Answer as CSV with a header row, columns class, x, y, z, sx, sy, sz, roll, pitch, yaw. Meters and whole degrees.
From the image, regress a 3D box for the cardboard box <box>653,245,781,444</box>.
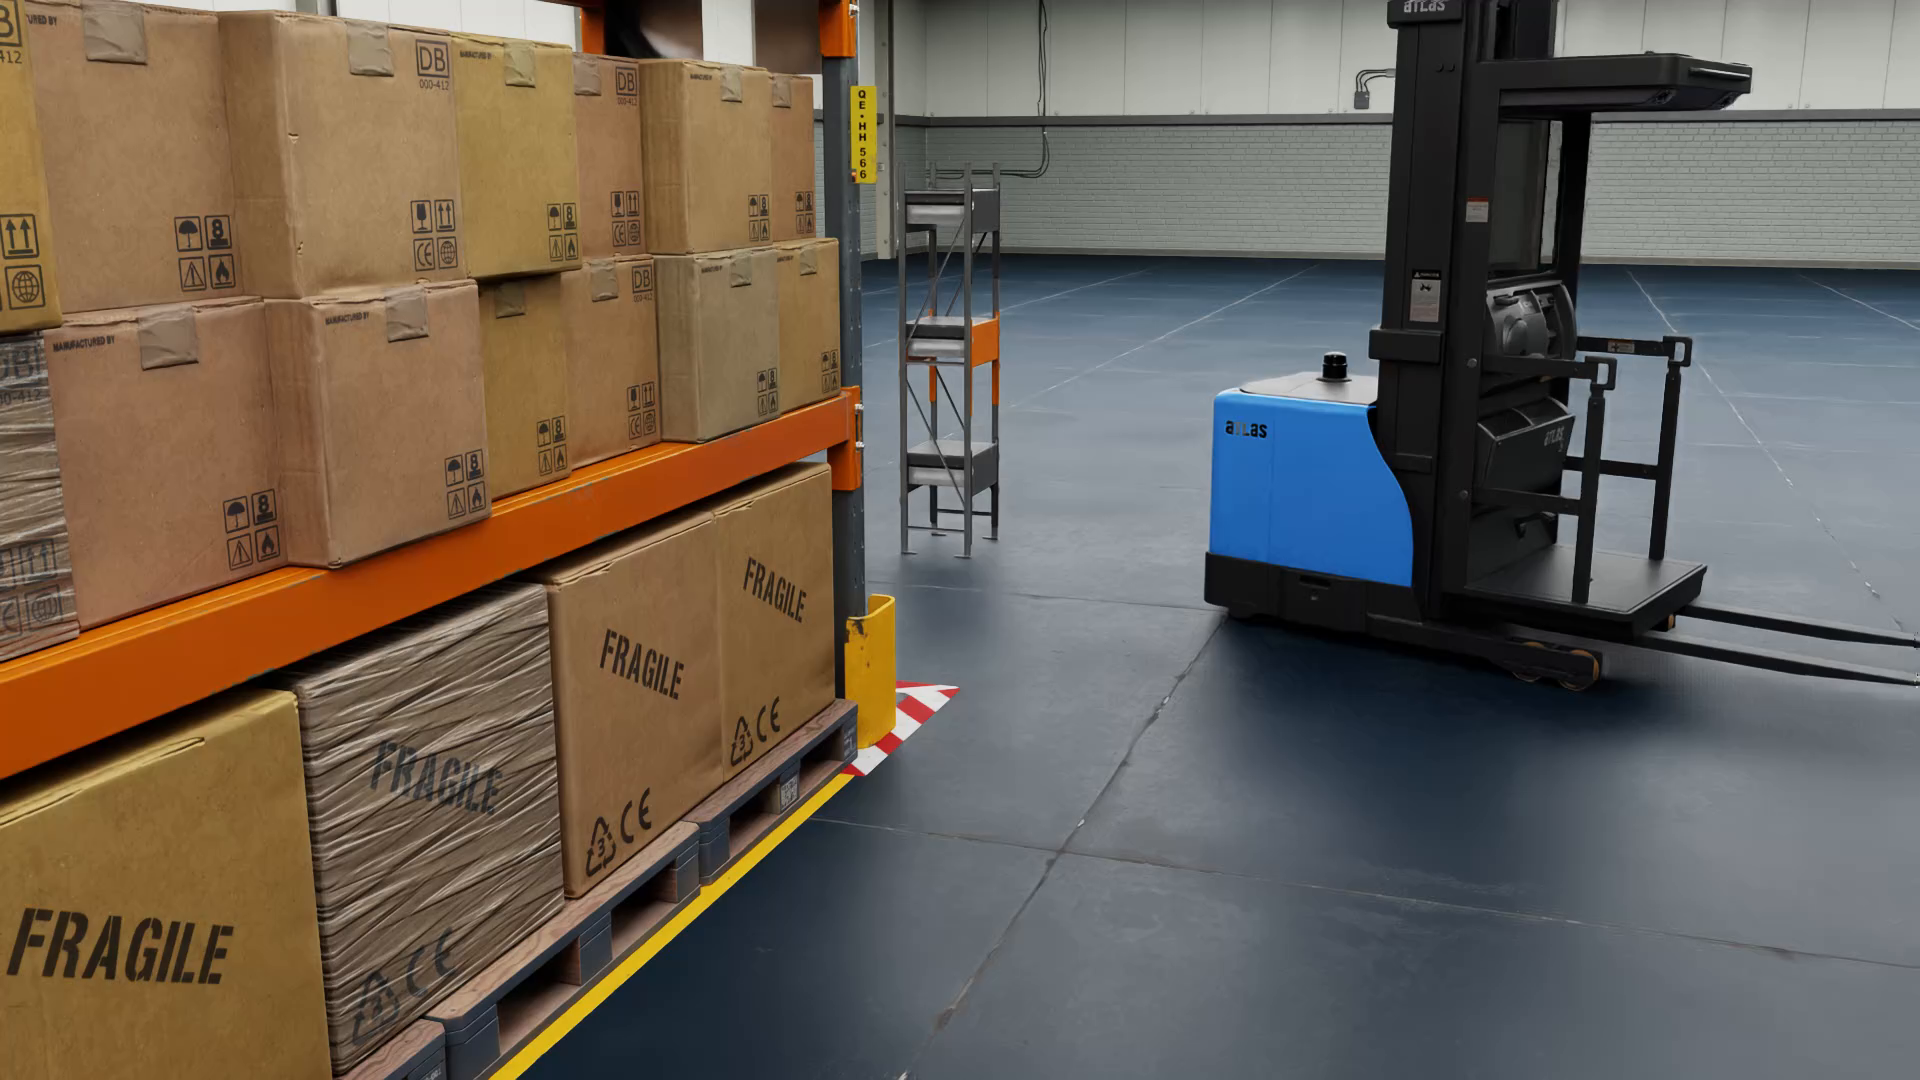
class,x,y,z,sx,sy,sz,roll,pitch,yaw
cardboard box,-1.079,-0.636,5.197,0.875,0.550,0.550,4,14,18

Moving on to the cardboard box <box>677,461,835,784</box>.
class,x,y,z,sx,sy,sz,roll,pitch,yaw
cardboard box,-1.001,0.217,5.627,0.875,0.875,0.875,4,14,19

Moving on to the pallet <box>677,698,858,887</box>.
class,x,y,z,sx,sy,sz,roll,pitch,yaw
pallet,-1.029,0.772,5.632,1.003,0.211,1.213,4,14,18

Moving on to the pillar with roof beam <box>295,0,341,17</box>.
class,x,y,z,sx,sy,sz,roll,pitch,yaw
pillar with roof beam,-3.380,-6.513,17.801,9.100,9.000,0.400,4,14,18

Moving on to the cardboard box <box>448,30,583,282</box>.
class,x,y,z,sx,sy,sz,roll,pitch,yaw
cardboard box,-1.450,-0.934,4.077,0.875,0.550,0.500,4,14,18

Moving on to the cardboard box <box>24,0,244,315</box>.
class,x,y,z,sx,sy,sz,roll,pitch,yaw
cardboard box,-1.918,-0.718,3.131,0.875,0.550,0.550,4,14,18

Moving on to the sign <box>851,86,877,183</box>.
class,x,y,z,sx,sy,sz,roll,pitch,yaw
sign,-0.335,-1.400,5.745,0.100,0.325,0.005,4,14,18

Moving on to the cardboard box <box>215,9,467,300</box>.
class,x,y,z,sx,sy,sz,roll,pitch,yaw
cardboard box,-1.614,-0.822,3.586,0.875,0.550,0.550,4,14,18

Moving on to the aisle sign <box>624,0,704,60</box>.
class,x,y,z,sx,sy,sz,roll,pitch,yaw
aisle sign,-1.105,-2.066,5.955,0.394,0.787,0.004,4,14,18

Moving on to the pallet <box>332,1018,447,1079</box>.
class,x,y,z,sx,sy,sz,roll,pitch,yaw
pallet,-1.818,1.286,3.381,1.003,0.211,1.213,4,14,18

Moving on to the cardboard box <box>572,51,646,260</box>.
class,x,y,z,sx,sy,sz,roll,pitch,yaw
cardboard box,-1.401,-1.055,4.607,0.875,0.550,0.550,4,14,18

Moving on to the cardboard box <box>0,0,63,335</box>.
class,x,y,z,sx,sy,sz,roll,pitch,yaw
cardboard box,-1.986,-0.594,2.587,0.875,0.550,0.550,4,14,18

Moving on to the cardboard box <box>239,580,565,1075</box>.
class,x,y,z,sx,sy,sz,roll,pitch,yaw
cardboard box,-1.581,0.594,3.975,0.875,0.875,0.875,4,14,19

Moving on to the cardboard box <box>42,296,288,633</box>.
class,x,y,z,sx,sy,sz,roll,pitch,yaw
cardboard box,-1.874,-0.189,3.236,0.875,0.550,0.550,4,14,18

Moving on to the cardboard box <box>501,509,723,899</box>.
class,x,y,z,sx,sy,sz,roll,pitch,yaw
cardboard box,-1.284,0.402,4.815,0.875,0.875,0.875,4,13,18

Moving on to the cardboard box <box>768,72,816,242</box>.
class,x,y,z,sx,sy,sz,roll,pitch,yaw
cardboard box,-1.001,-1.286,5.617,0.875,0.550,0.550,4,14,18

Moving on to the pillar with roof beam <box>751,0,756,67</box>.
class,x,y,z,sx,sy,sz,roll,pitch,yaw
pillar with roof beam,0.502,-9.040,28.871,9.100,9.000,0.400,4,14,18

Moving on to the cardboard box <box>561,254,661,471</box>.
class,x,y,z,sx,sy,sz,roll,pitch,yaw
cardboard box,-1.379,-0.527,4.720,0.875,0.550,0.550,4,14,18

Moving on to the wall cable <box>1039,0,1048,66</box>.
class,x,y,z,sx,sy,sz,roll,pitch,yaw
wall cable,3.134,-11.892,36.994,3.097,2.526,0.112,4,14,18

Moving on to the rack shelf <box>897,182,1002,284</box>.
class,x,y,z,sx,sy,sz,roll,pitch,yaw
rack shelf,-0.054,-1.658,8.949,0.431,0.518,0.480,4,14,18

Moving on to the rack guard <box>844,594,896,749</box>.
class,x,y,z,sx,sy,sz,roll,pitch,yaw
rack guard,-0.836,0.452,6.384,1.175,0.500,0.348,4,14,18

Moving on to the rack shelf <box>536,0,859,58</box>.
class,x,y,z,sx,sy,sz,roll,pitch,yaw
rack shelf,-1.491,-1.452,3.985,1.077,0.370,4.000,4,14,18

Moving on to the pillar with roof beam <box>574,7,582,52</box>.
class,x,y,z,sx,sy,sz,roll,pitch,yaw
pillar with roof beam,-1.439,-7.776,23.336,9.100,9.000,0.400,4,14,18

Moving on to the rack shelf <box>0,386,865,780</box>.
class,x,y,z,sx,sy,sz,roll,pitch,yaw
rack shelf,-1.491,0.010,4.319,1.077,0.370,4.000,4,14,18

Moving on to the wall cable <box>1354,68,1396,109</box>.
class,x,y,z,sx,sy,sz,roll,pitch,yaw
wall cable,9.552,-12.109,34.676,2.305,6.003,0.169,4,14,18

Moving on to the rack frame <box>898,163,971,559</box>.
class,x,y,z,sx,sy,sz,roll,pitch,yaw
rack frame,-0.133,-0.937,8.876,0.400,2.100,0.015,4,14,18

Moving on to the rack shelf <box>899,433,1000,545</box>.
class,x,y,z,sx,sy,sz,roll,pitch,yaw
rack shelf,-0.054,-0.293,9.260,0.431,0.518,0.480,4,14,18

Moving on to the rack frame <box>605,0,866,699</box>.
class,x,y,z,sx,sy,sz,roll,pitch,yaw
rack frame,-0.844,-0.762,6.084,1.000,3.000,0.127,4,14,18

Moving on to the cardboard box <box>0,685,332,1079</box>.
class,x,y,z,sx,sy,sz,roll,pitch,yaw
cardboard box,-1.869,0.784,3.142,0.875,0.875,0.875,5,14,19

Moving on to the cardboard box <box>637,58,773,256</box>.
class,x,y,z,sx,sy,sz,roll,pitch,yaw
cardboard box,-1.091,-1.163,5.081,0.875,0.550,0.550,4,14,18

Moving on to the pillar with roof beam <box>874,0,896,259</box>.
class,x,y,z,sx,sy,sz,roll,pitch,yaw
pillar with roof beam,2.444,-10.303,34.406,9.100,9.000,0.400,4,14,18

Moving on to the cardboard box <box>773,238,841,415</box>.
class,x,y,z,sx,sy,sz,roll,pitch,yaw
cardboard box,-0.921,-0.753,5.711,0.875,0.550,0.550,4,14,18

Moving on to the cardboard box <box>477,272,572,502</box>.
class,x,y,z,sx,sy,sz,roll,pitch,yaw
cardboard box,-1.511,-0.413,4.218,0.875,0.550,0.500,4,14,18

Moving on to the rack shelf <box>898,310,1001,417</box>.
class,x,y,z,sx,sy,sz,roll,pitch,yaw
rack shelf,-0.054,-0.976,9.105,0.431,0.518,0.480,4,14,18

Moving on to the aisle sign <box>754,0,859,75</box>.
class,x,y,z,sx,sy,sz,roll,pitch,yaw
aisle sign,-0.537,-2.022,5.766,0.394,0.787,0.004,4,14,18

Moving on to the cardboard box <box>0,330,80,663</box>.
class,x,y,z,sx,sy,sz,roll,pitch,yaw
cardboard box,-2.030,-0.071,2.722,0.875,0.550,0.550,4,14,18

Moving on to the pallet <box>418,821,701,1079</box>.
class,x,y,z,sx,sy,sz,roll,pitch,yaw
pallet,-1.425,1.028,4.510,1.003,0.211,1.213,4,14,18

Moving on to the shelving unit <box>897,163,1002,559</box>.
class,x,y,z,sx,sy,sz,roll,pitch,yaw
shelving unit,-0.054,-0.989,9.102,0.431,2.100,0.503,4,14,18

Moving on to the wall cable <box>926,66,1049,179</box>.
class,x,y,z,sx,sy,sz,roll,pitch,yaw
wall cable,0.575,-9.624,38.410,3.097,2.526,0.112,4,14,18

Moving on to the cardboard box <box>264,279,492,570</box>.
class,x,y,z,sx,sy,sz,roll,pitch,yaw
cardboard box,-1.588,-0.294,3.697,0.875,0.550,0.550,4,14,18

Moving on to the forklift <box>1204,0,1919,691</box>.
class,x,y,z,sx,sy,sz,roll,pitch,yaw
forklift,2.623,-0.946,7.044,3.031,2.935,1.130,10,16,38

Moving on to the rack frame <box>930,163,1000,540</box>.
class,x,y,z,sx,sy,sz,roll,pitch,yaw
rack frame,0.025,-1.040,9.327,0.400,2.100,0.015,4,14,18
